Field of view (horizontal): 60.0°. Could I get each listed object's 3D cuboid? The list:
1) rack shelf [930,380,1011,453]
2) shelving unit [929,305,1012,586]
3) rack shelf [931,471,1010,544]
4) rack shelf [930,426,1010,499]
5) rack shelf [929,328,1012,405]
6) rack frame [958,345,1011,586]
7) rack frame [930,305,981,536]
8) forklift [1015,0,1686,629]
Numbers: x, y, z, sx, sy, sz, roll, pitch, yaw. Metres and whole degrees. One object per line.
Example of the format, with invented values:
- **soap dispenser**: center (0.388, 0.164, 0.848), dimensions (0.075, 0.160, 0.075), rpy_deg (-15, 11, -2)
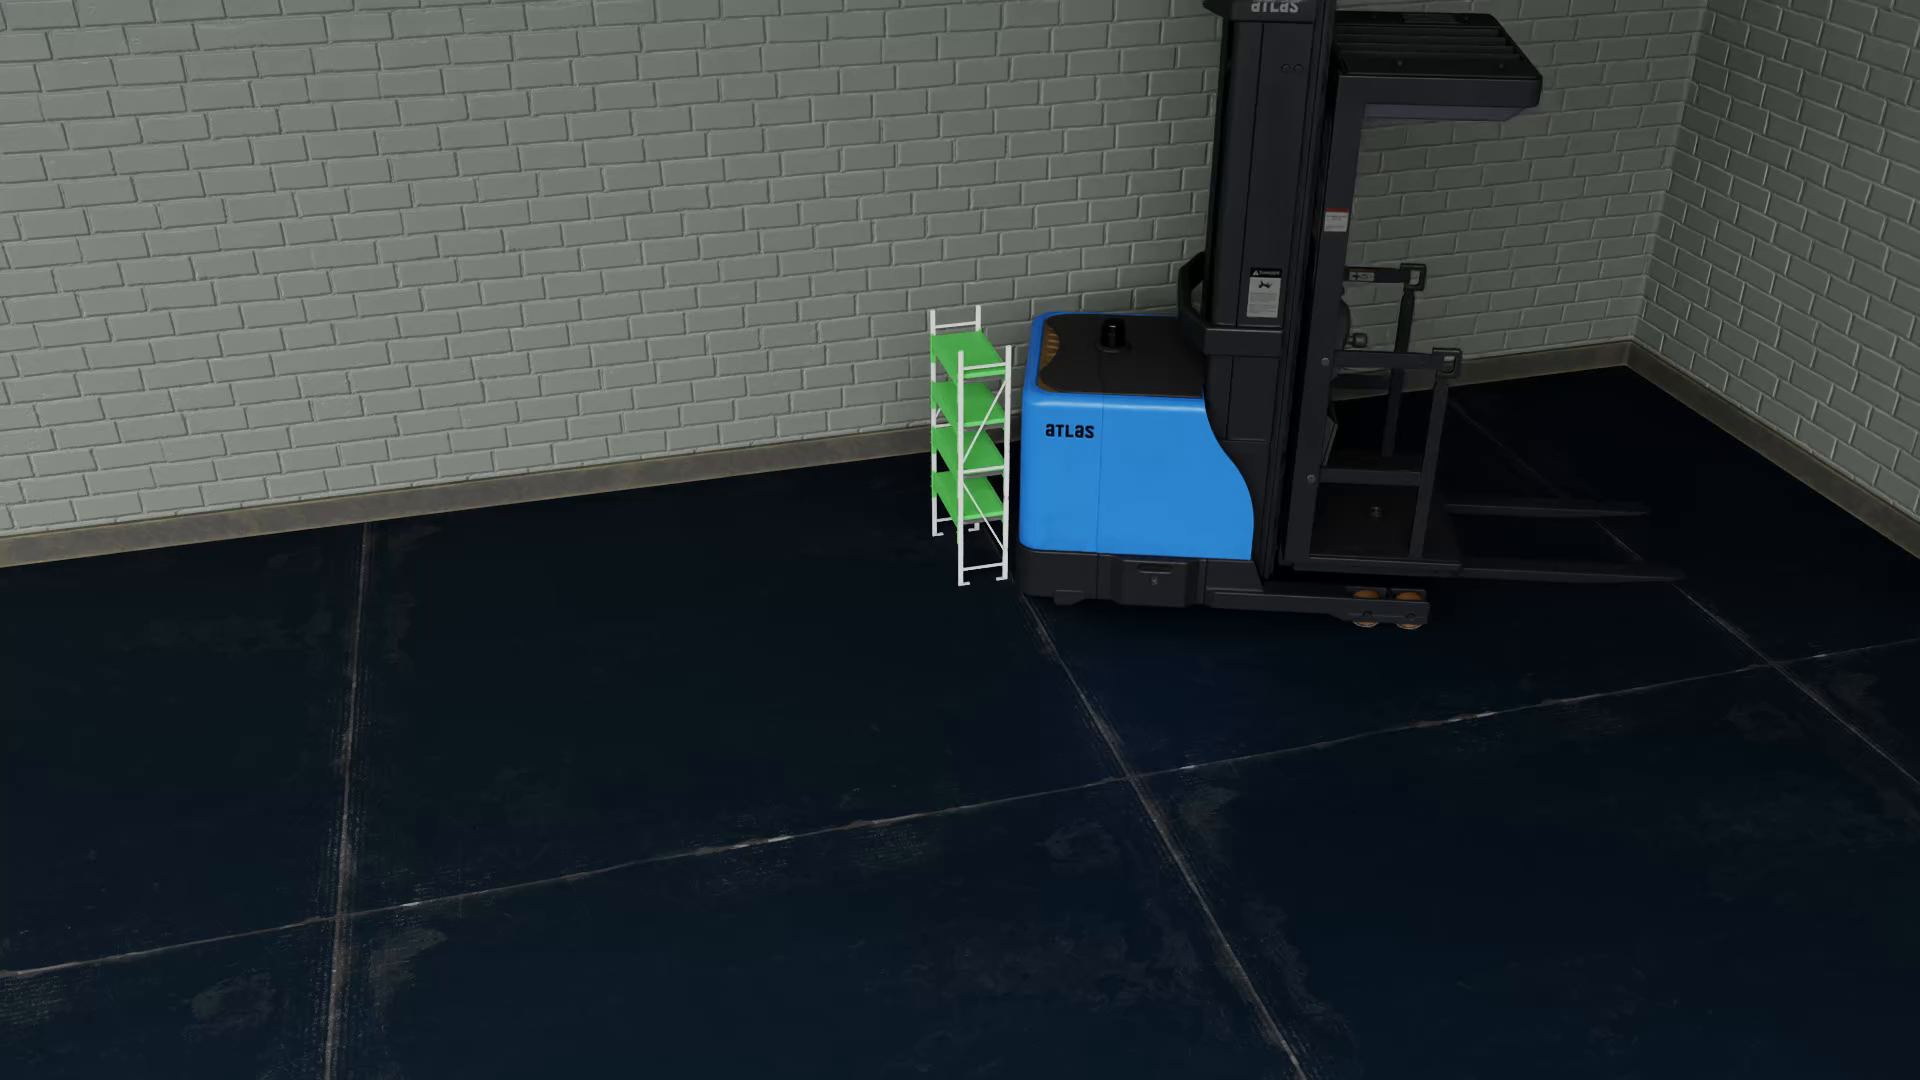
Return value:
- **rack shelf**: center (0.044, -0.592, 7.723), dimensions (0.258, 0.148, 0.480), rpy_deg (-8, 31, -13)
- **shelving unit**: center (0.044, -0.439, 7.811), dimensions (0.258, 1.200, 0.503), rpy_deg (-8, 31, -13)
- **rack shelf**: center (0.044, -0.176, 7.964), dimensions (0.258, 0.148, 0.480), rpy_deg (-8, 31, -13)
- **rack shelf**: center (0.044, -0.384, 7.843), dimensions (0.258, 0.148, 0.480), rpy_deg (-8, 31, -13)
- **rack shelf**: center (0.044, -0.799, 7.603), dimensions (0.258, 0.148, 0.480), rpy_deg (-8, 31, -13)
- **rack frame**: center (0.109, -0.321, 7.608), dimensions (0.240, 1.200, 0.015), rpy_deg (-8, 31, -13)
- **rack frame**: center (-0.021, -0.557, 8.015), dimensions (0.240, 1.200, 0.015), rpy_deg (-8, 31, -13)
- **forklift**: center (1.805, -1.143, 7.299), dimensions (3.031, 2.935, 1.130), rpy_deg (3, 30, 5)
